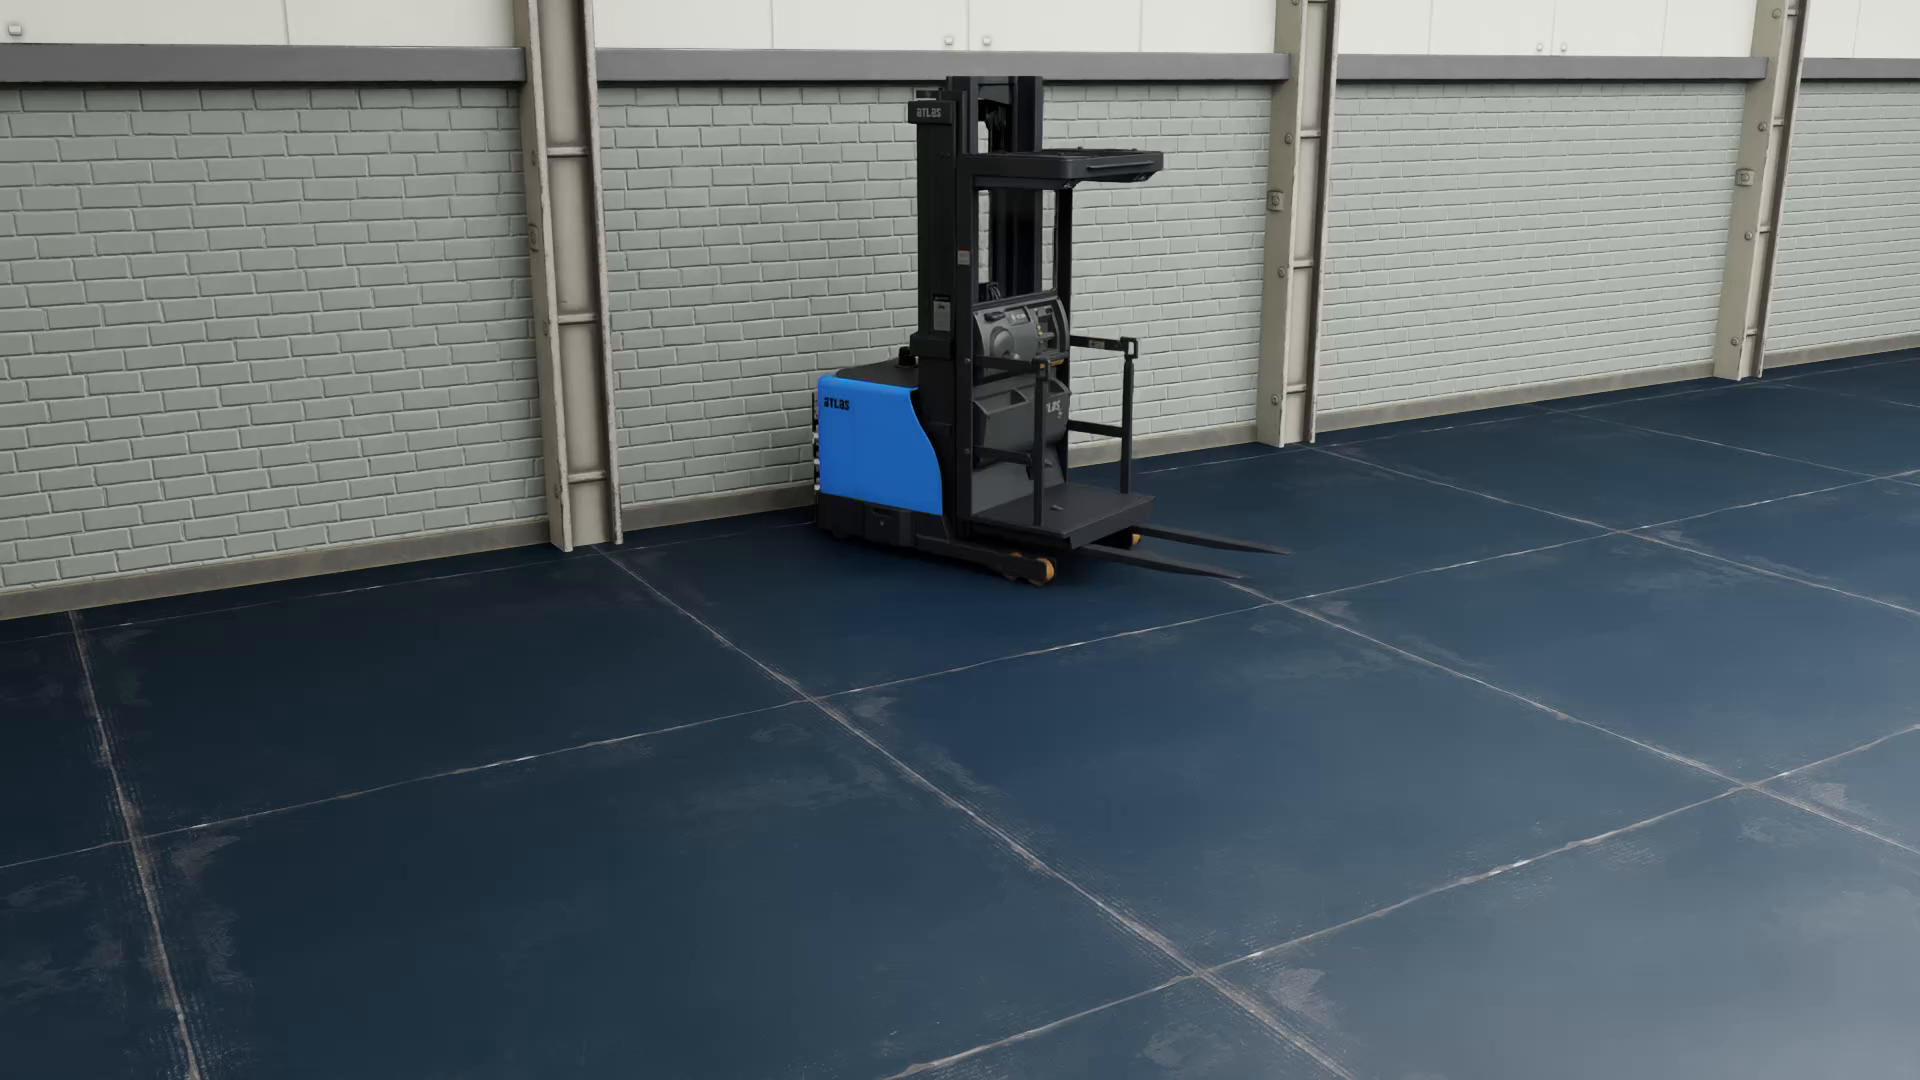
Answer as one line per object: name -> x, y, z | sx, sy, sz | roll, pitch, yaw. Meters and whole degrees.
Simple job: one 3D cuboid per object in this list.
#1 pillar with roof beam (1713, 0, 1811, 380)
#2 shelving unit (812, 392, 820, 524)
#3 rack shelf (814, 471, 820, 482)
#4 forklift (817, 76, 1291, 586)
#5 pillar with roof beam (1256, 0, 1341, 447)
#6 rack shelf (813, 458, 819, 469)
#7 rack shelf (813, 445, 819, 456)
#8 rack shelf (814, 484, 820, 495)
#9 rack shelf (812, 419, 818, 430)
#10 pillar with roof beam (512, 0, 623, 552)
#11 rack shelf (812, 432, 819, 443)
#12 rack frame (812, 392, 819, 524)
pillar with roof beam -> 10.063, -4.992, 12.045 | 0.400, 9.000, 9.100 | -9, 18, -30
shelving unit -> -0.832, -0.556, 11.224 | 0.210, 0.900, 0.258 | 11, 19, 35
rack shelf -> -0.832, -0.437, 11.258 | 0.200, 0.077, 0.258 | 11, 19, 35
forklift -> 0.550, -1.301, 10.120 | 3.031, 2.935, 1.130 | 11, 19, 35
pillar with roof beam -> 4.920, -4.158, 9.070 | 0.400, 9.000, 9.100 | -9, 18, -30
rack shelf -> -0.832, -0.523, 11.233 | 0.200, 0.077, 0.258 | 11, 19, 35
rack shelf -> -0.832, -0.610, 11.209 | 0.200, 0.077, 0.258 | 11, 19, 35
rack shelf -> -0.832, -0.350, 11.282 | 0.200, 0.077, 0.258 | 11, 19, 35
rack shelf -> -0.832, -0.783, 11.160 | 0.200, 0.077, 0.258 | 11, 19, 35
pillar with roof beam -> -0.224, -3.324, 6.095 | 0.400, 9.000, 9.100 | -9, 18, -30
rack shelf -> -0.832, -0.697, 11.185 | 0.200, 0.077, 0.258 | 11, 19, 35
rack frame -> -0.913, -0.572, 11.283 | 0.006, 0.900, 0.240 | 11, 19, 35
